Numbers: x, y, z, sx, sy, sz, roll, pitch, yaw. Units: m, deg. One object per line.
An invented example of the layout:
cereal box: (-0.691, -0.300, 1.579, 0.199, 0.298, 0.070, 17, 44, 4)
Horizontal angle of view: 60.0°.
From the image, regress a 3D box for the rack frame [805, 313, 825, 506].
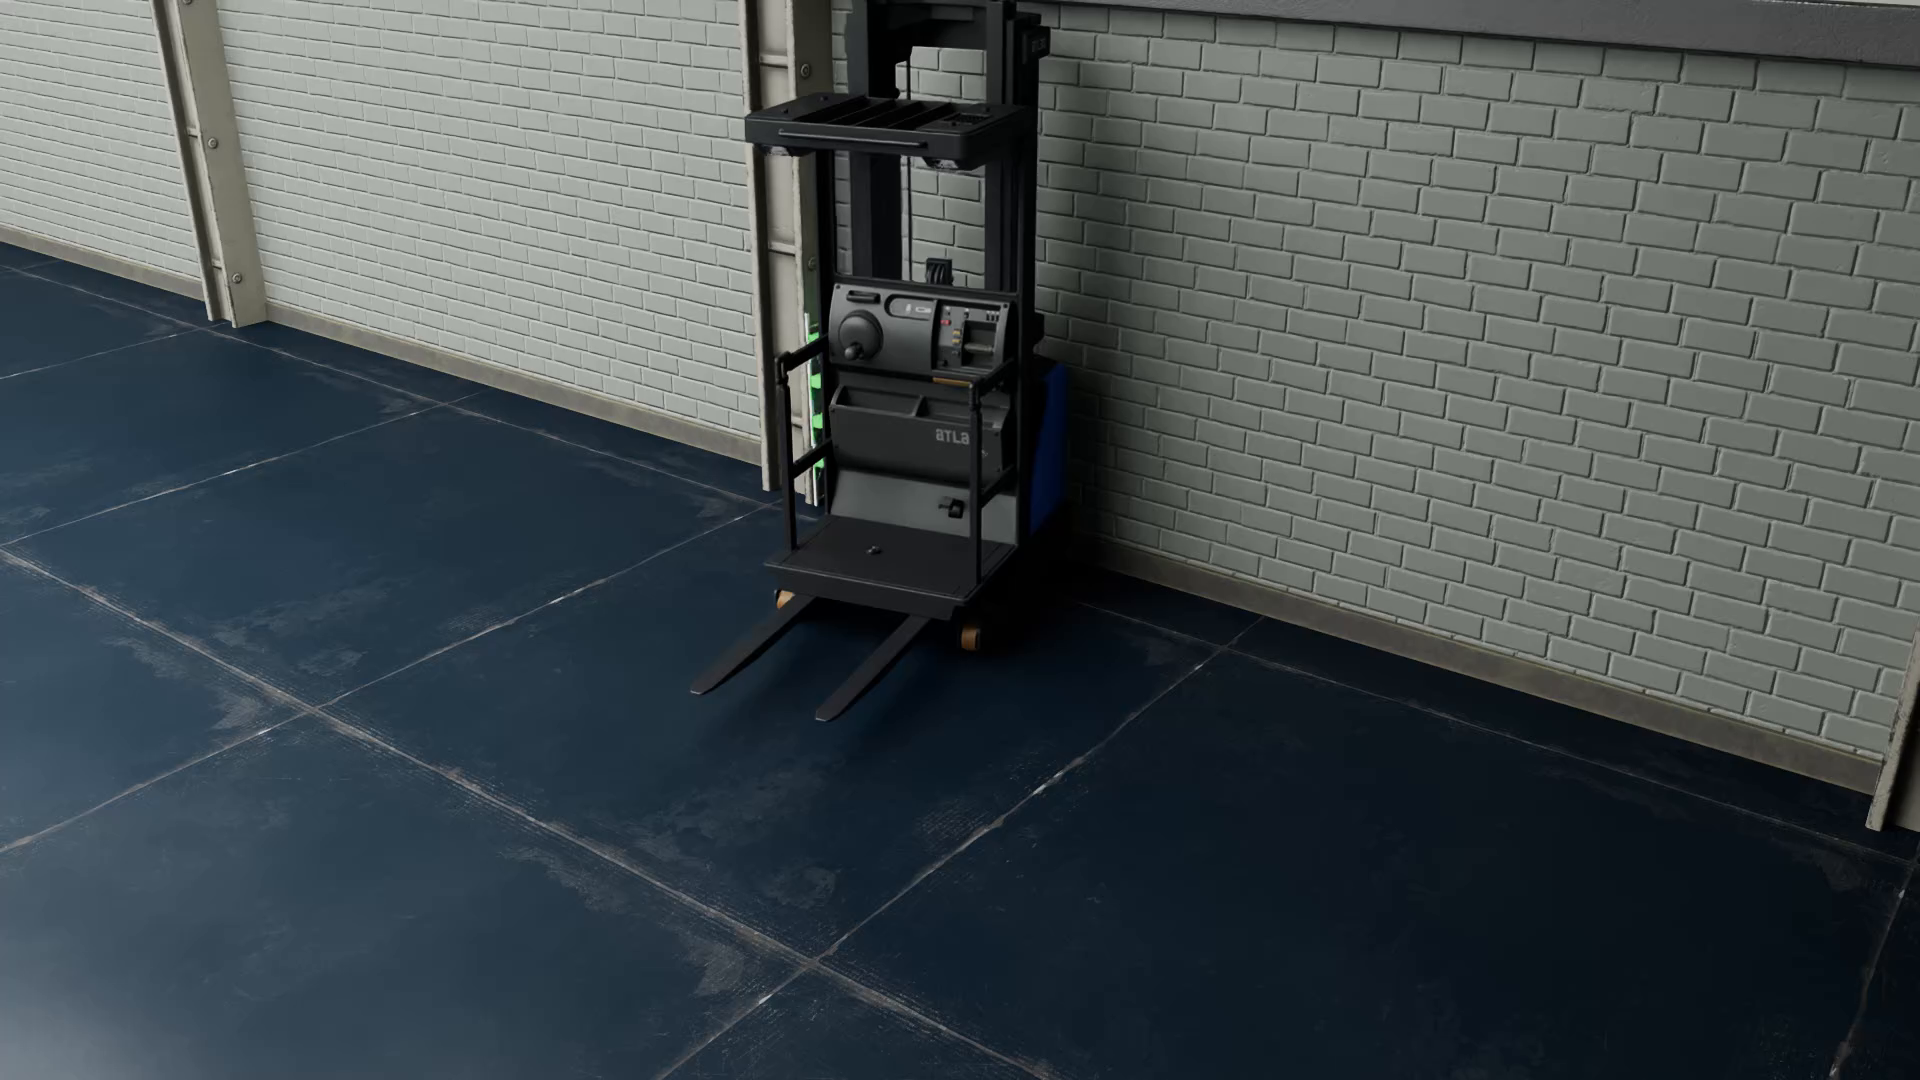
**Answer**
rack frame: (-0.780, -0.747, 9.573, 0.015, 1.200, 0.240, 15, 28, 33)

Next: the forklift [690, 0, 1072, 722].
forklift: (-0.282, -0.991, 7.865, 1.130, 2.935, 3.031, 10, 26, 21)

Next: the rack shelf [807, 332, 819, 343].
rack shelf: (-0.586, -1.075, 9.276, 0.480, 0.148, 0.258, 15, 28, 33)

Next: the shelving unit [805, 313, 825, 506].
shelving unit: (-0.581, -0.693, 9.441, 0.503, 1.200, 0.258, 15, 28, 33)

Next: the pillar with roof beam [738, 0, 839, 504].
pillar with roof beam: (-3.514, -3.035, 4.977, 0.400, 9.000, 9.100, 17, 29, 33)

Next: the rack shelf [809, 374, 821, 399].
rack shelf: (-0.583, -0.855, 9.371, 0.480, 0.148, 0.258, 15, 28, 33)

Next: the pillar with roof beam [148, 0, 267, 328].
pillar with roof beam: (-8.315, -4.486, 8.270, 0.400, 9.000, 9.100, 17, 29, 33)

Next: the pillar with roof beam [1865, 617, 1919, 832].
pillar with roof beam: (1.288, -1.584, 1.684, 0.400, 9.000, 9.100, 17, 29, 33)
